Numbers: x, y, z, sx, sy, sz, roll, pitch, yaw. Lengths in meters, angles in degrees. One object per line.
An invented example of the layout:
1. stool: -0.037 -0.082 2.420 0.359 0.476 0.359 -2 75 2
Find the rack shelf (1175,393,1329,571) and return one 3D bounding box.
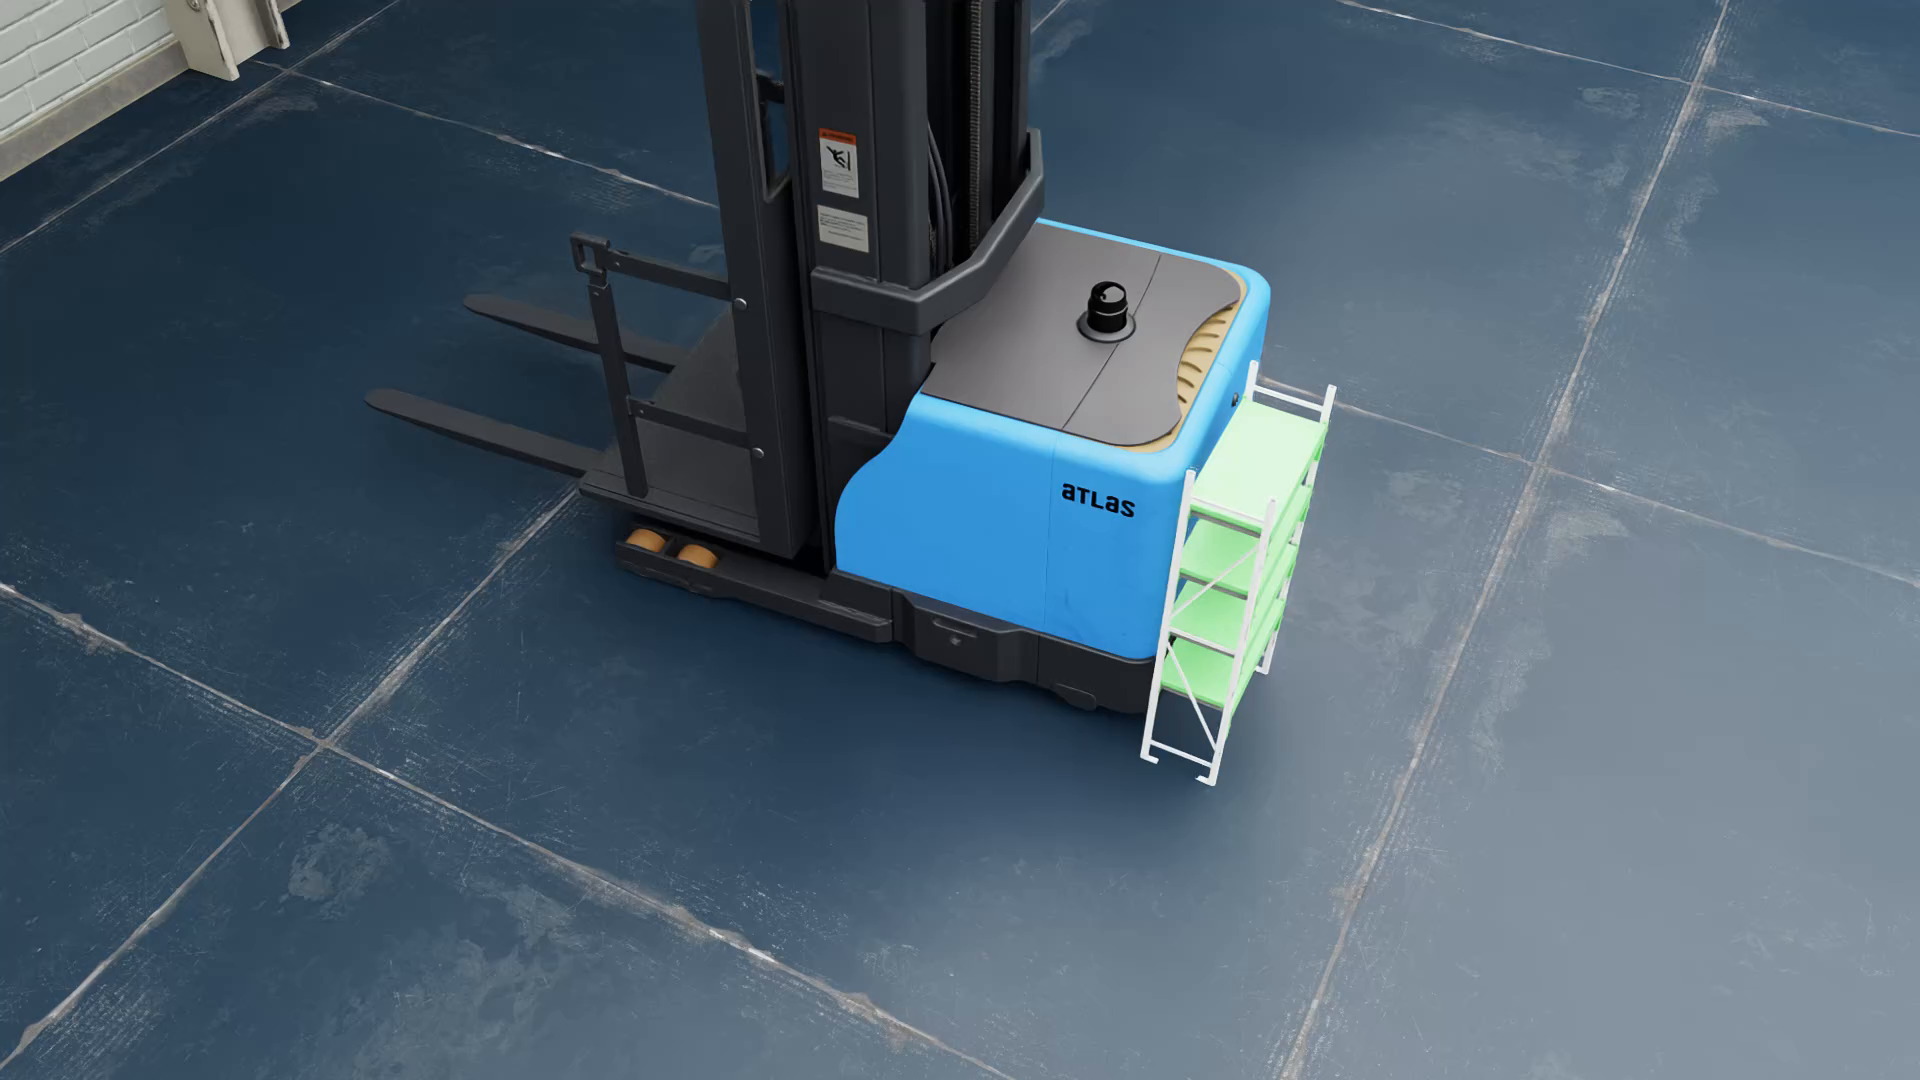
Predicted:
1. rack shelf: 0.790 -0.163 4.478 0.258 0.148 0.480 20 49 17

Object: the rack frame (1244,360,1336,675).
1. rack frame: 0.890 -0.029 4.931 0.240 1.200 0.015 20 49 17

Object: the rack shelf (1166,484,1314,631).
1. rack shelf: 0.785 0.004 4.651 0.258 0.148 0.480 20 49 17

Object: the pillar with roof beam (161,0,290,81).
1. pillar with roof beam: 0.307 -4.097 3.473 9.100 9.000 0.400 20 49 19

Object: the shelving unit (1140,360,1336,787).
1. shelving unit: 0.781 0.127 4.777 0.258 1.200 0.503 20 49 17

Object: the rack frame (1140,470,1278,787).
1. rack frame: 0.673 0.282 4.623 0.240 1.200 0.015 20 49 17

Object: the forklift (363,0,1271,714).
1. forklift: -0.608 -1.180 4.856 3.031 2.935 1.130 17 48 16

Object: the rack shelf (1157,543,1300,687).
1. rack shelf: 0.780 0.171 4.823 0.258 0.148 0.480 20 49 17

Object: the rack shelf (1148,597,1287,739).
1. rack shelf: 0.775 0.338 4.995 0.258 0.148 0.480 20 49 17
